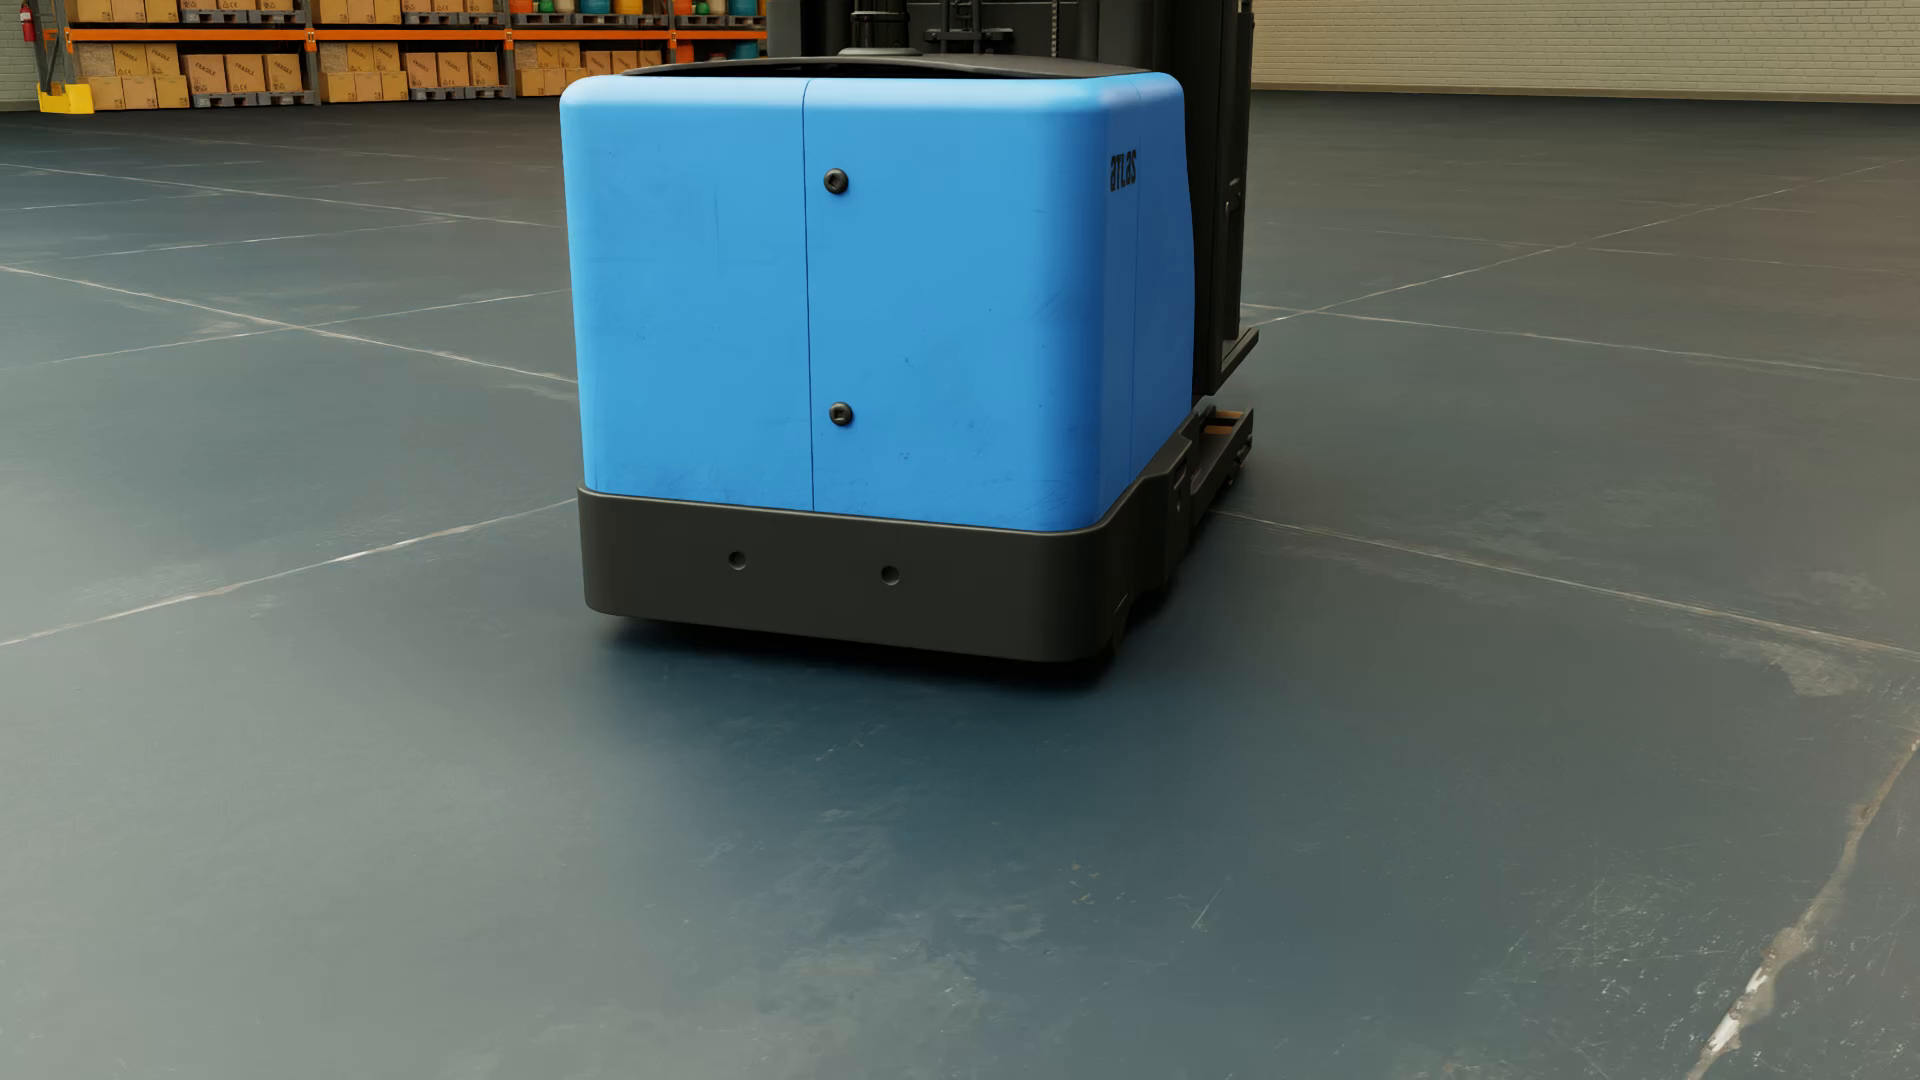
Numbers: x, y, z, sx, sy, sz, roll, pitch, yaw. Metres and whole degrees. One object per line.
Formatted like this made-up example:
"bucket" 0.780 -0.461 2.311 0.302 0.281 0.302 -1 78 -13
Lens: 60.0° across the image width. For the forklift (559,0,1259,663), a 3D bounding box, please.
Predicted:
"forklift" 0.182 -1.571 4.072 1.130 2.935 3.031 5 18 17
